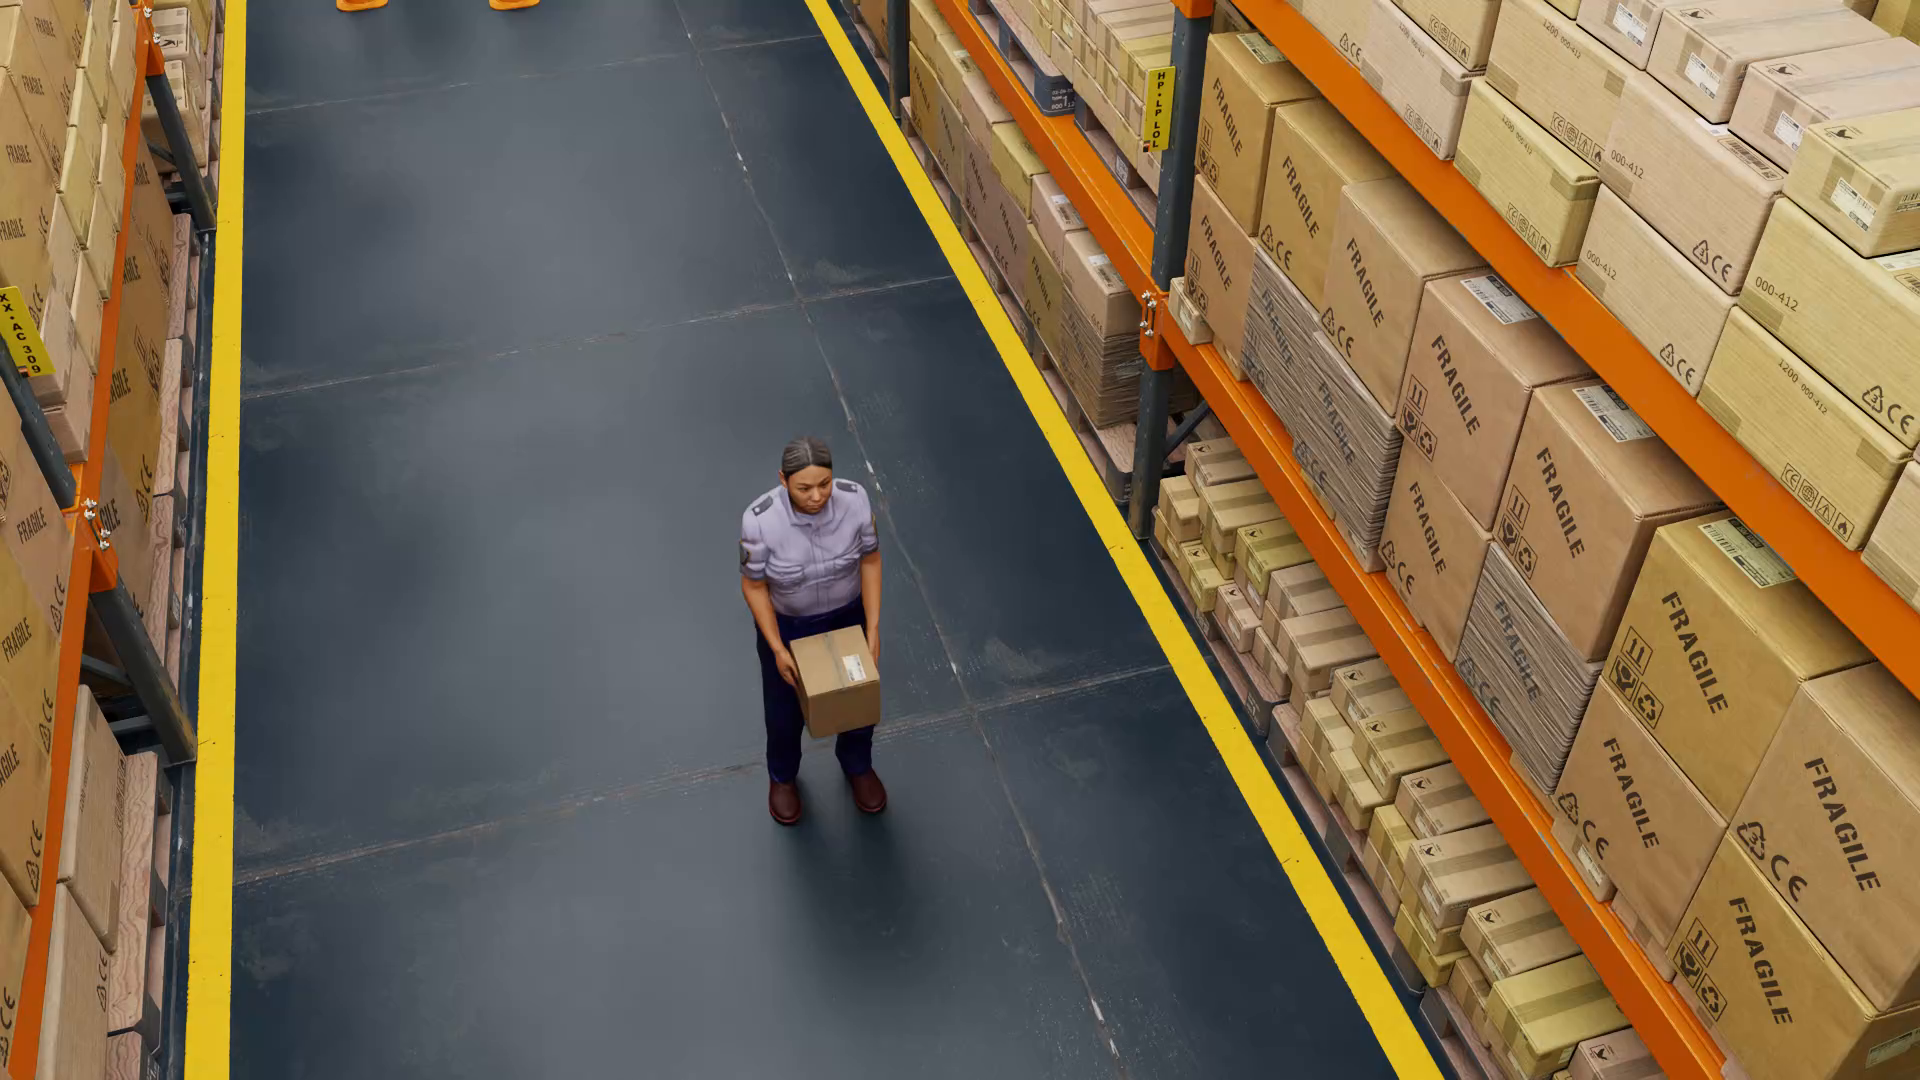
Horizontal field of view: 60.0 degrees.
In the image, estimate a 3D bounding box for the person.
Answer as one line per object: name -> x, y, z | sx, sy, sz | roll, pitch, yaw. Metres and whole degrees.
person -> -0.498, 0.317, 5.816 | 0.506, 1.656, 0.423 | -13, 44, -13
